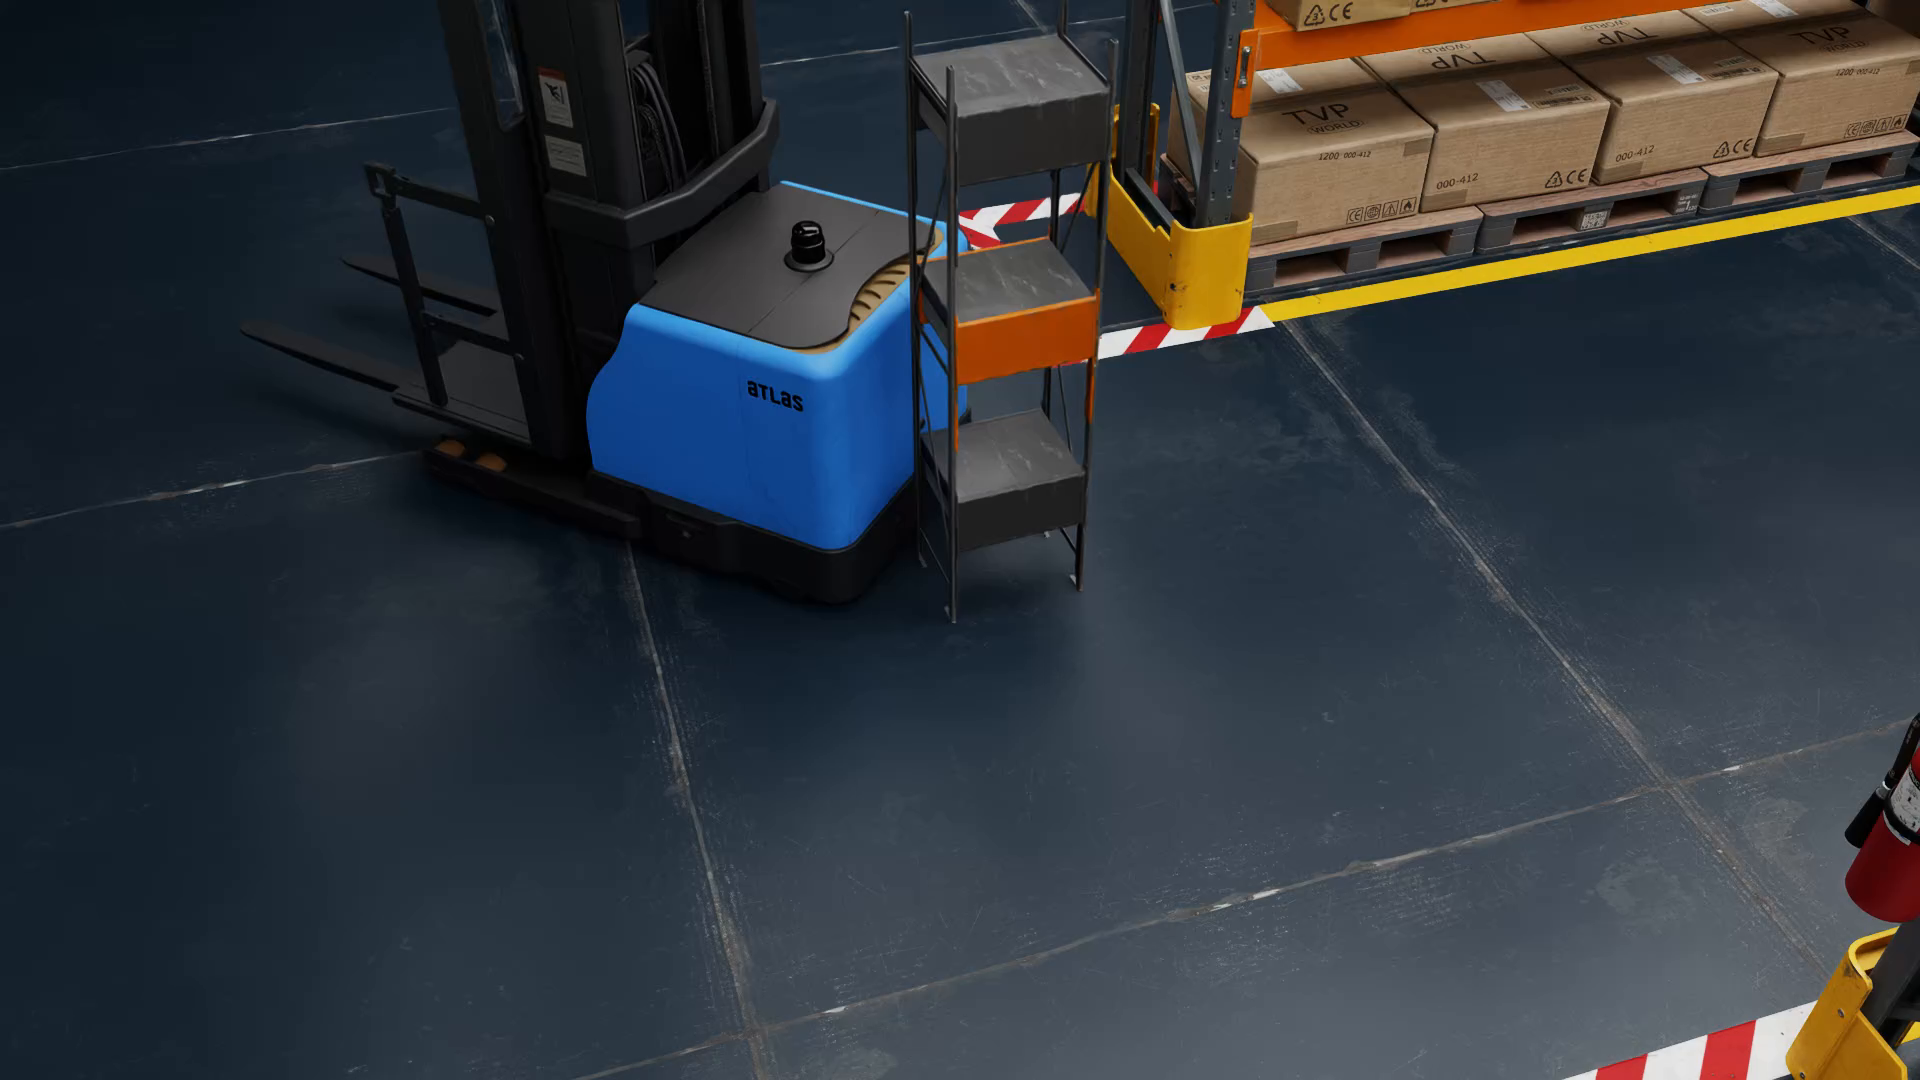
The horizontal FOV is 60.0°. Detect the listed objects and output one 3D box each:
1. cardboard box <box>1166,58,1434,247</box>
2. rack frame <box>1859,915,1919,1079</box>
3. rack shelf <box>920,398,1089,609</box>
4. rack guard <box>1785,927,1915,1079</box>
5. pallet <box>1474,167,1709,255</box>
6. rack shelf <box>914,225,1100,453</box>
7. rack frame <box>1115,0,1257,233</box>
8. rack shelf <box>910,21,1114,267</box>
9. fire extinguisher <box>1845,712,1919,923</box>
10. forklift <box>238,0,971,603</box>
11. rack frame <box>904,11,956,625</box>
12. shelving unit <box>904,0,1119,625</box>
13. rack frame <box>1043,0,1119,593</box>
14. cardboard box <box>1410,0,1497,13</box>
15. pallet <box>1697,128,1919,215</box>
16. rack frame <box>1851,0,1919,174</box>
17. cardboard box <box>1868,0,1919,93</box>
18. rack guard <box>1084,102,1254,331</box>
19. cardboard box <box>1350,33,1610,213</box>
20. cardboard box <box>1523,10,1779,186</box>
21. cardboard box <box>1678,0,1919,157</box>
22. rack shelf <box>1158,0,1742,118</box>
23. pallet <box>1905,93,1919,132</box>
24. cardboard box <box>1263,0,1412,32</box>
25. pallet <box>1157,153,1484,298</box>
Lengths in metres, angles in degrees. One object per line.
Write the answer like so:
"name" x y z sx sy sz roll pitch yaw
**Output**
"cardboard box" 1.547 -1.830 7.693 0.875 0.438 0.875 -13 43 -15
"rack frame" 2.531 0.643 3.234 0.127 3.000 1.000 -12 42 -13
"rack shelf" 0.141 -0.131 5.889 0.480 0.518 0.431 -13 43 -15
"rack guard" 2.604 1.569 4.074 0.348 0.500 1.175 -12 42 -13
"pallet" 2.848 -1.839 8.195 1.213 0.211 1.003 -12 42 -13
"rack shelf" 0.141 -0.658 5.428 0.480 0.518 0.431 -13 43 -15
"rack frame" 0.948 -2.443 6.767 0.127 3.000 1.000 -12 42 -13
"rack shelf" 0.141 -1.185 4.968 0.480 0.518 0.431 -13 43 -15
"fire extinguisher" 2.152 0.573 3.657 0.183 0.674 0.296 -12 42 -13
"forklift" -1.508 -1.562 5.810 3.031 2.935 1.130 19 44 20
"rack frame" -0.088 -0.614 5.357 0.015 2.100 0.400 -13 43 -15
"shelving unit" 0.141 -0.669 5.419 0.503 2.100 0.431 -13 43 -15
"rack frame" 0.370 -0.723 5.482 0.015 2.100 0.400 -13 43 -15
"cardboard box" 1.966 -2.513 6.771 0.500 0.500 0.500 -12 43 -14
"pallet" 4.014 -2.083 8.473 1.213 0.211 1.003 -12 42 -13
"rack frame" 4.763 -3.234 7.672 0.127 3.000 1.000 -12 42 -13
"cardboard box" 5.330 -2.765 8.430 0.875 0.875 0.875 -10 42 -12
"rack guard" 0.925 -1.497 7.584 0.348 0.500 1.175 -12 42 -13
"cardboard box" 2.418 -2.016 7.906 0.875 0.438 0.875 -11 42 -12
"cardboard box" 3.278 -2.193 8.109 0.875 0.438 0.875 -13 43 -14
"cardboard box" 4.132 -2.370 8.312 0.875 0.438 0.875 -12 43 -14
"rack shelf" 2.855 -2.568 7.456 4.000 0.370 1.077 -12 42 -13
"pallet" 5.476 -2.384 8.818 1.213 0.211 1.003 -12 42 -13
"cardboard box" 1.492 -2.396 6.636 0.500 0.500 0.500 -12 43 -13
"pallet" 1.687 -1.600 7.921 1.213 0.211 1.003 -12 42 -13
